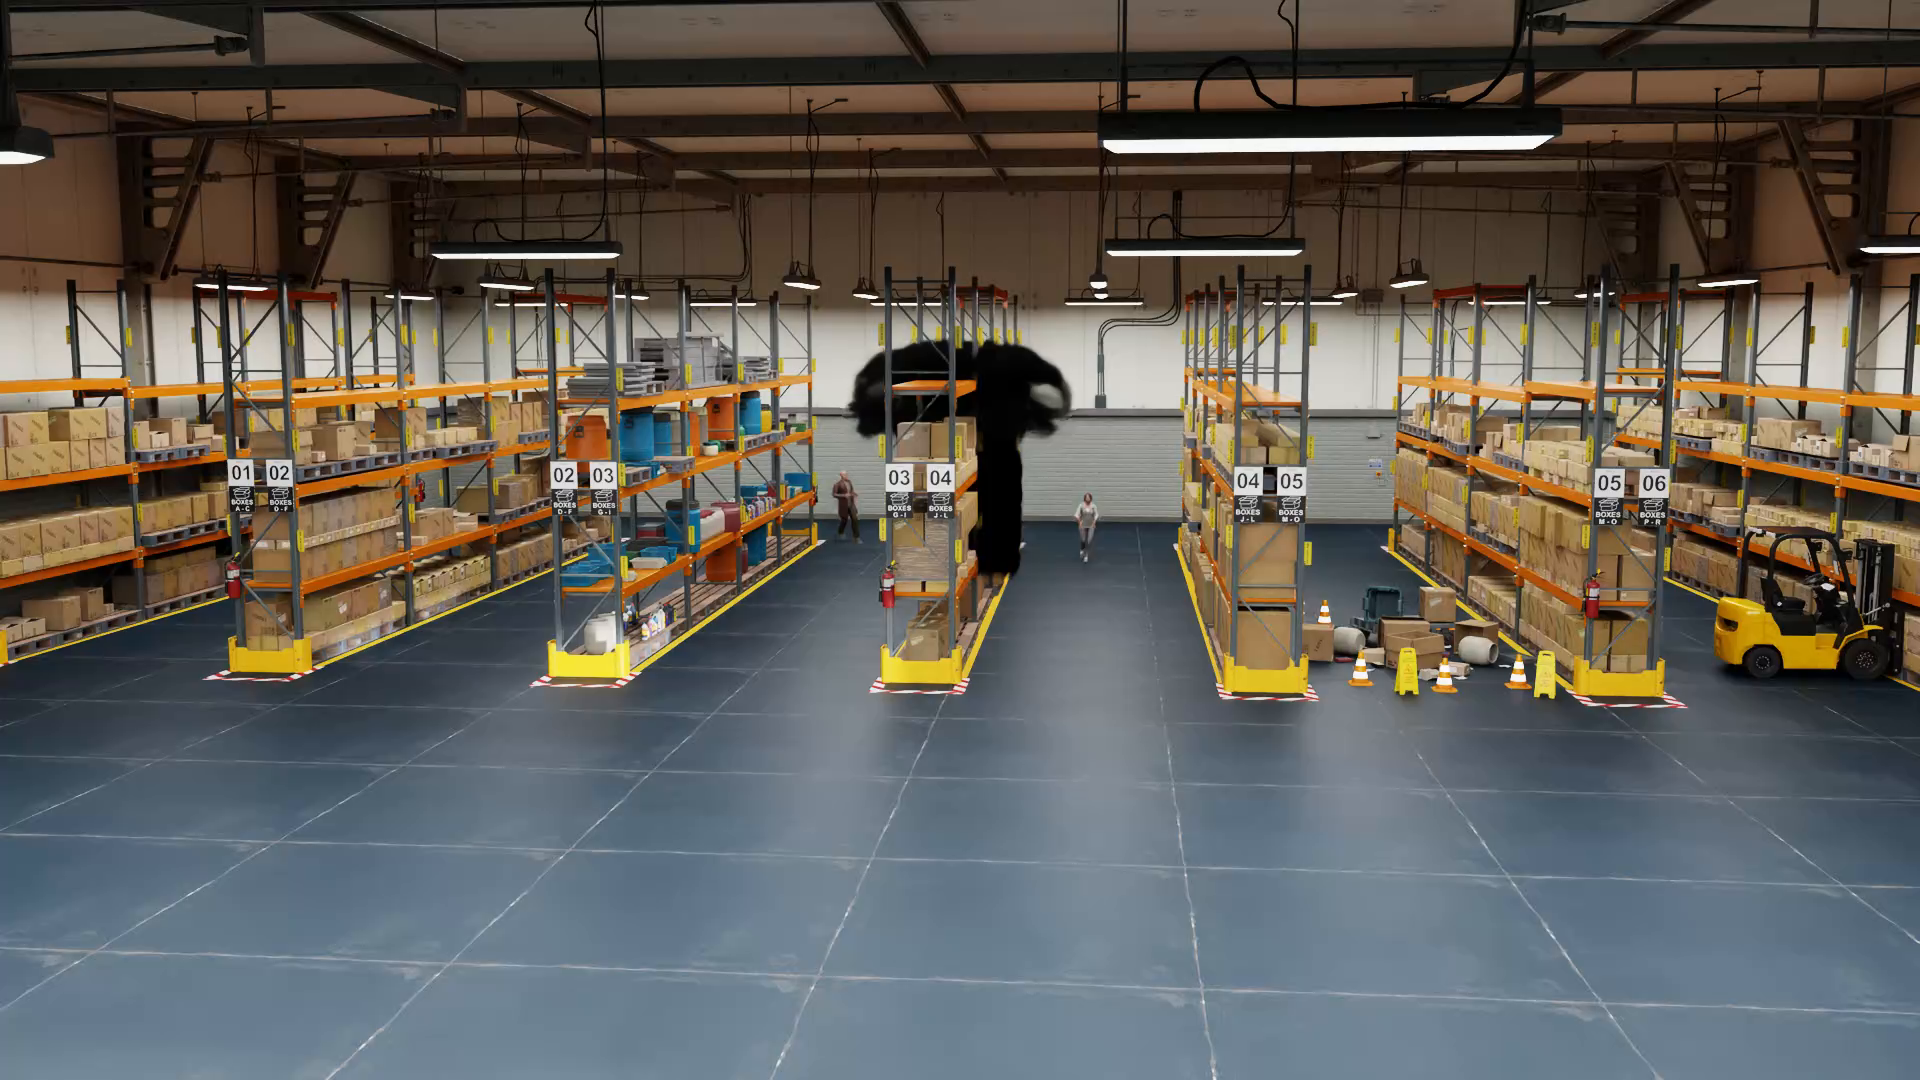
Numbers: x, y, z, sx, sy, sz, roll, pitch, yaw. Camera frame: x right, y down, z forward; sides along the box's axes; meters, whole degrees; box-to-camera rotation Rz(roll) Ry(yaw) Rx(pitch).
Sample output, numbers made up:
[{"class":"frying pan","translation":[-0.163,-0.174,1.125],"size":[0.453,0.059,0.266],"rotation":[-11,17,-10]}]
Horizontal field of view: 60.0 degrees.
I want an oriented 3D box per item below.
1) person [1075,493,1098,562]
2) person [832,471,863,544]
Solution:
[{"class":"person","translation":[2.834,-0.276,37.125],"size":[0.516,1.554,0.529],"rotation":[0,7,-1]},{"class":"person","translation":[-2.849,-0.808,40.761],"size":[0.726,1.807,0.984],"rotation":[-5,9,-38]}]
